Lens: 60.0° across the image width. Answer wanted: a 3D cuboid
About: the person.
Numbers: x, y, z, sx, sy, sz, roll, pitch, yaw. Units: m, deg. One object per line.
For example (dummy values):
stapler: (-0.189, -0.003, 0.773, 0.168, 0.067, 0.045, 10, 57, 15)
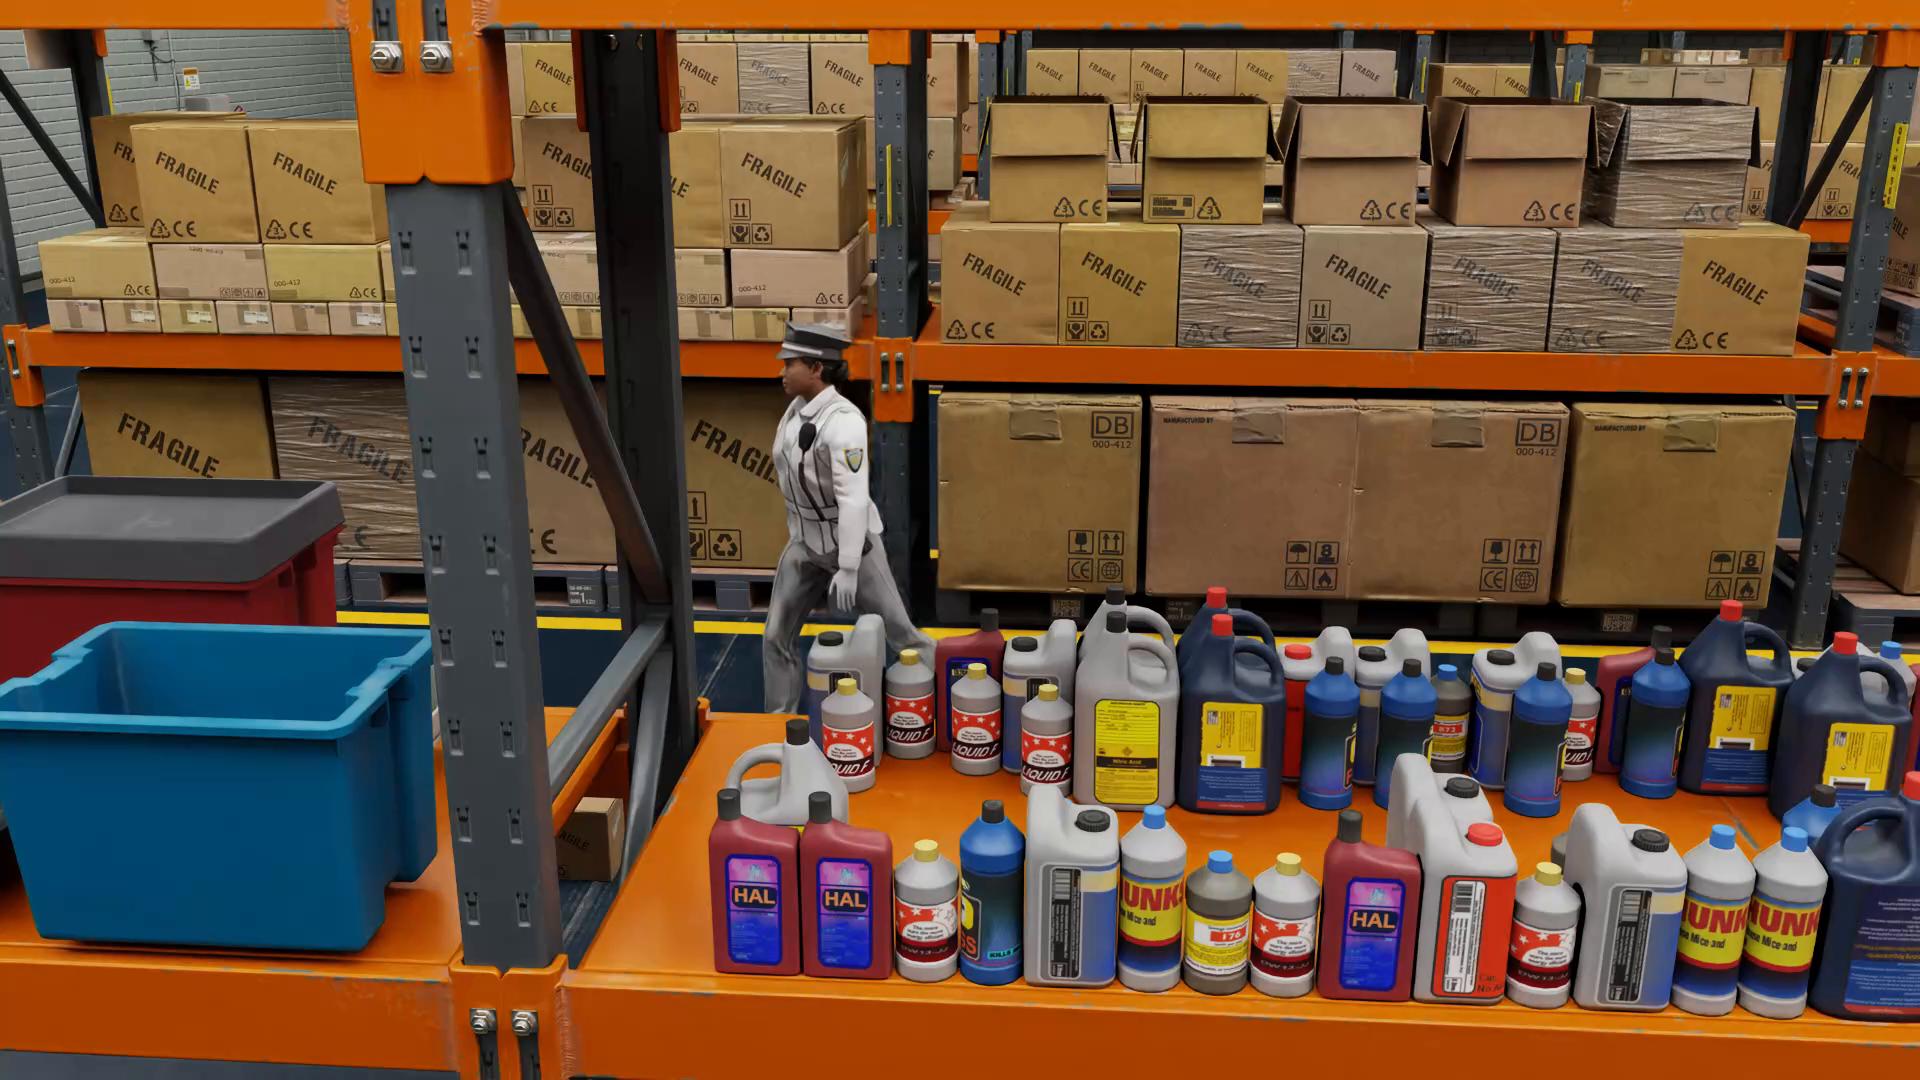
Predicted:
person: (-0.374, 0.020, 5.975, 0.943, 1.639, 0.581, -14, 22, -37)
